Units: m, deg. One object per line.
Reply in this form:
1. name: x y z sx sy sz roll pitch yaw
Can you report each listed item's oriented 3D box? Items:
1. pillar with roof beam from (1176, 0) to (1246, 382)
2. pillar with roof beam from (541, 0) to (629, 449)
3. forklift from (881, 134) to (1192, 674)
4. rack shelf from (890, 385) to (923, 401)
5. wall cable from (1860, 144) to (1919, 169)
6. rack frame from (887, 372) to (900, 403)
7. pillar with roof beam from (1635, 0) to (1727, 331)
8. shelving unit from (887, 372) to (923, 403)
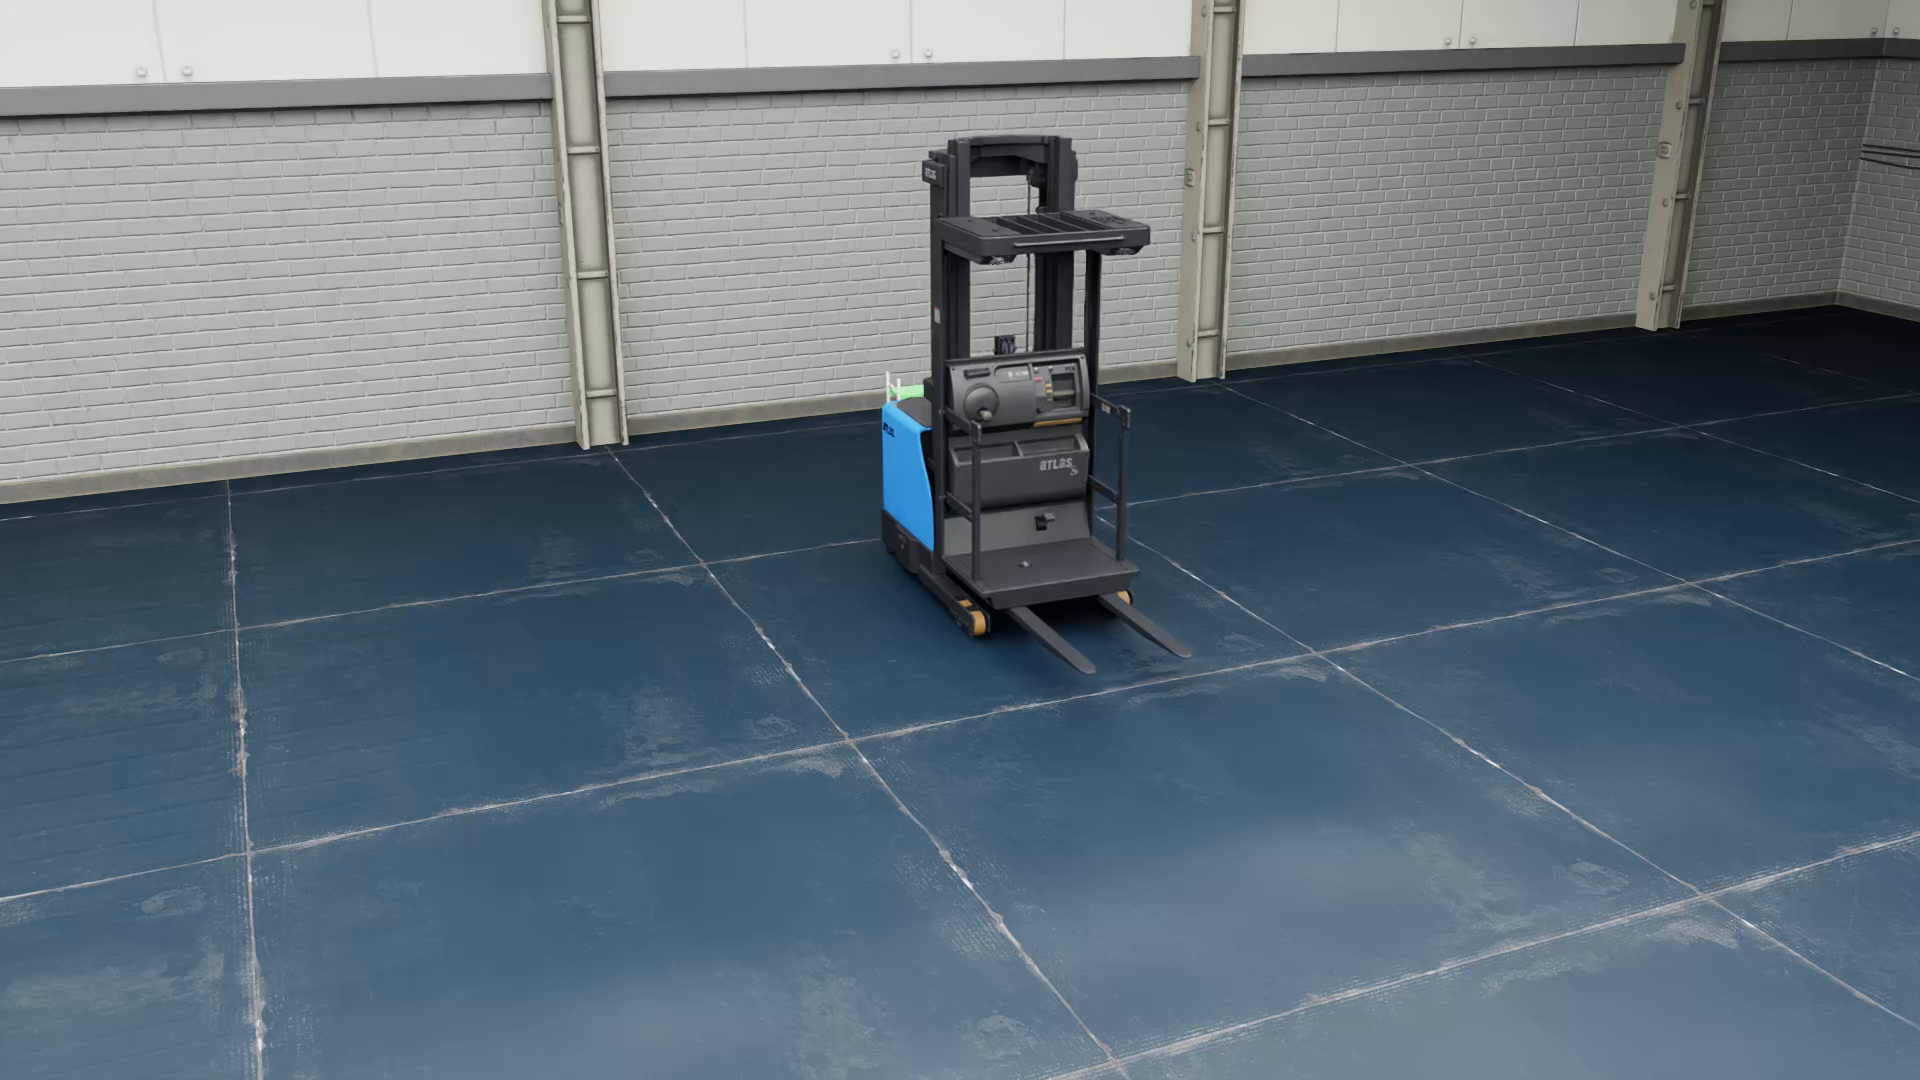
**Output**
1. pillar with roof beam: 4.114 -4.567 11.444 0.400 9.000 9.100 -8 21 -22
2. pillar with roof beam: -1.395 -3.778 9.202 0.400 9.000 9.100 -8 21 -22
3. forklift: 0.458 -0.938 10.273 1.130 2.935 3.031 -7 21 -20
4. rack shelf: -0.243 -1.014 11.843 0.480 0.148 0.258 -8 21 -21
5. wall cable: 11.147 -5.189 17.885 0.112 2.526 3.097 -8 21 -22
6. rack frame: -0.469 -0.591 11.895 0.015 1.200 0.240 -8 21 -21
7. pillar with roof beam: 9.624 -5.357 13.686 0.400 9.000 9.100 -8 21 -22
8. shelving unit: -0.243 -0.622 11.981 0.503 1.200 0.258 -8 21 -21
